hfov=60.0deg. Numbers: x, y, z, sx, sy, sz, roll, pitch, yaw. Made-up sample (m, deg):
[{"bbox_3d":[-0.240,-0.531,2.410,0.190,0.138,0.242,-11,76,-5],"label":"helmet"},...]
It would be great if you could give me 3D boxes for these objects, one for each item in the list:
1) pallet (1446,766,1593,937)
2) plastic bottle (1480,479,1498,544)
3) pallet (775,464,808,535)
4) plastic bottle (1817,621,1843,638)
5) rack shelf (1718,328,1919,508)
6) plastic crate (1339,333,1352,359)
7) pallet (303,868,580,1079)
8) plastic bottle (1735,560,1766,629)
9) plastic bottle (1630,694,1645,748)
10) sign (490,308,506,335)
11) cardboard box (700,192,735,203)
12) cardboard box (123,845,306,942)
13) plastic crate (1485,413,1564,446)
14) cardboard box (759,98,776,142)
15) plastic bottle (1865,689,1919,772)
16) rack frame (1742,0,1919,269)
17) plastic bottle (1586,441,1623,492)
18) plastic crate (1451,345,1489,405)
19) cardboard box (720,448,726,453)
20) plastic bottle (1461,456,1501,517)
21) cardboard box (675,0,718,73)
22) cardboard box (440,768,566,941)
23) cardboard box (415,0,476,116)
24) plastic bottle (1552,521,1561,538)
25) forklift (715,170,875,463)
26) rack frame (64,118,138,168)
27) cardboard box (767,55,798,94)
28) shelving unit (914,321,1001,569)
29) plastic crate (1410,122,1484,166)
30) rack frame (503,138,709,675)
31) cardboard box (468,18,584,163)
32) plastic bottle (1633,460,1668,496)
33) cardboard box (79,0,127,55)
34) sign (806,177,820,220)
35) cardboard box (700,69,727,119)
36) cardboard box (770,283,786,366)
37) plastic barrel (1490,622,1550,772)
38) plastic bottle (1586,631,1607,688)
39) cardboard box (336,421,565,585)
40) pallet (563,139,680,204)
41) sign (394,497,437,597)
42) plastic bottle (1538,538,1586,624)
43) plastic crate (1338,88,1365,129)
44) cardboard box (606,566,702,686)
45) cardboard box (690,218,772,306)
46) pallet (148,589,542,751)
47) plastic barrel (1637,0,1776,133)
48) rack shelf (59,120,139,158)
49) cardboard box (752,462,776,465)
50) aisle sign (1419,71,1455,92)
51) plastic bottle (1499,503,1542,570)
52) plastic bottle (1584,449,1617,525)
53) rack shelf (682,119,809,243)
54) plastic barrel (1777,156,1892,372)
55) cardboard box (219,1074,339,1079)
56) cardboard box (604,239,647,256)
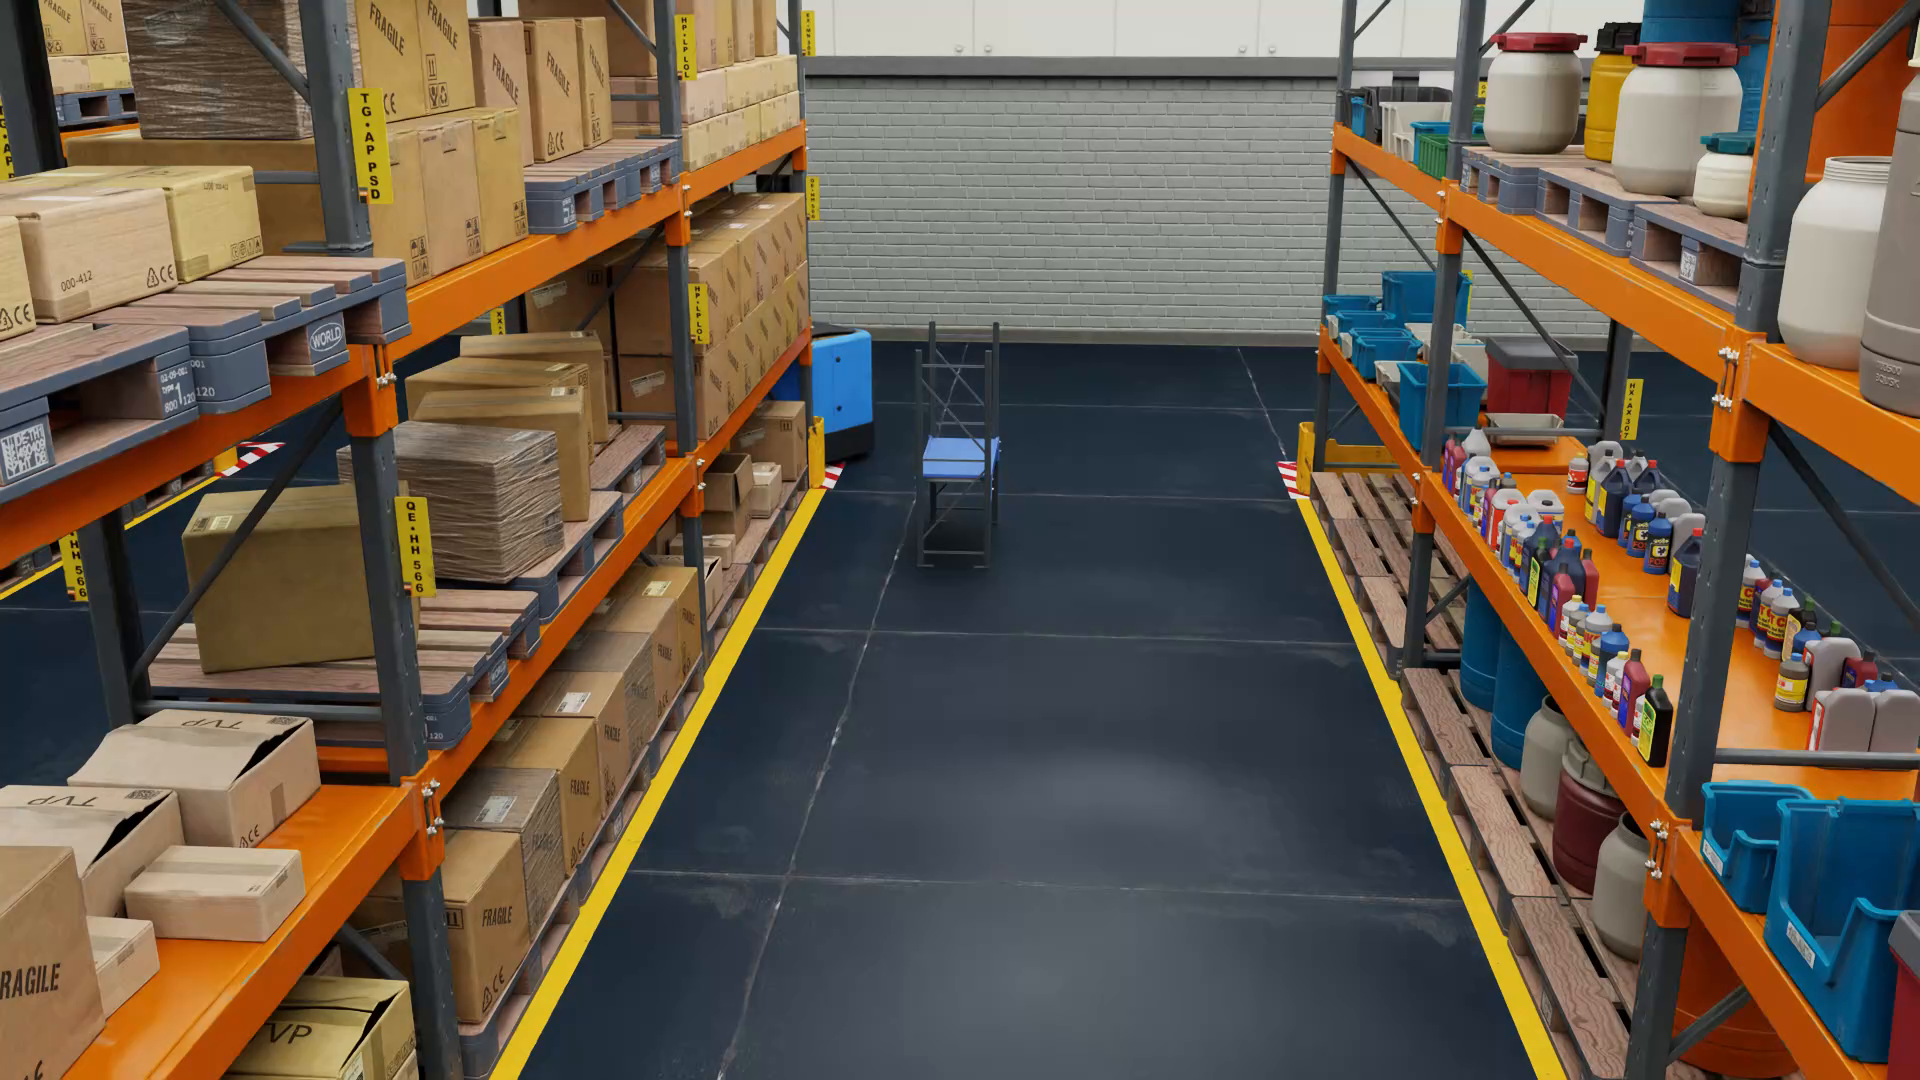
[{"bbox_3d":[2.797,1.375,7.387,1.003,0.211,1.213,1,18,4],"label":"pallet"},{"bbox_3d":[2.463,-0.133,7.699,0.061,0.283,0.133,1,18,4],"label":"plastic bottle"},{"bbox_3d":[-1.736,-0.326,12.580,1.003,0.211,1.213,1,18,4],"label":"pallet"},{"bbox_3d":[3.134,0.418,6.018,0.061,0.283,0.133,1,18,4],"label":"plastic bottle"},{"bbox_3d":[2.549,0.211,2.799,1.077,0.370,4.000,1,18,4],"label":"rack shelf"},{"bbox_3d":[2.765,-1.336,11.511,0.250,0.136,0.298,1,18,4],"label":"plastic crate"},{"bbox_3d":[-2.157,1.656,6.530,1.003,0.211,1.213,1,18,4],"label":"pallet"},{"bbox_3d":[3.164,0.214,6.660,0.097,0.271,0.097,0,18,0],"label":"plastic bottle"},{"bbox_3d":[2.322,0.598,5.601,0.097,0.201,0.097,0,18,0],"label":"plastic bottle"},{"bbox_3d":[-2.503,-1.101,9.077,0.100,0.325,0.005,1,18,4],"label":"sign"},{"bbox_3d":[-1.969,-2.313,12.399,0.500,0.500,0.500,2,18,6],"label":"cardboard box"},{"bbox_3d":[-2.037,0.967,4.558,0.380,0.149,0.250,1,18,4],"label":"cardboard box"},{"bbox_3d":[3.155,-0.613,9.304,0.396,0.136,0.243,1,18,4],"label":"plastic crate"},{"bbox_3d":[-1.518,-2.801,11.077,0.500,0.250,0.500,1,18,4],"label":"cardboard box"},{"bbox_3d":[3.046,0.606,5.457,0.152,0.276,0.135,1,18,4],"label":"plastic bottle"},{"bbox_3d":[2.692,-2.177,4.115,1.000,3.000,0.127,1,18,4],"label":"rack frame"},{"bbox_3d":[3.273,-0.380,8.465,0.152,0.276,0.135,1,18,4],"label":"plastic bottle"},{"bbox_3d":[3.272,-1.011,10.285,0.437,0.282,0.530,1,18,4],"label":"plastic crate"},{"bbox_3d":[-2.032,-0.507,12.363,0.500,0.250,0.500,1,18,4],"label":"cardboard box"},{"bbox_3d":[2.540,-0.261,8.101,0.152,0.276,0.135,1,18,4],"label":"plastic bottle"},{"bbox_3d":[-1.787,-2.932,9.471,0.700,0.500,0.500,1,18,4],"label":"cardboard box"},{"bbox_3d":[-1.899,1.243,6.620,0.500,0.500,0.500,1,18,2],"label":"cardboard box"},{"bbox_3d":[-2.137,-1.838,6.132,0.500,0.500,0.500,1,18,4],"label":"cardboard box"},{"bbox_3d":[2.609,0.018,7.371,0.097,0.201,0.097,0,18,0],"label":"plastic bottle"},{"bbox_3d":[-2.161,-2.295,14.219,3.031,2.935,1.130,15,24,39],"label":"forklift"},{"bbox_3d":[-6.616,-2.032,13.307,1.000,3.000,0.127,1,18,4],"label":"rack frame"},{"bbox_3d":[-1.457,-3.349,11.947,0.500,0.250,0.500,1,18,4],"label":"cardboard box"},{"bbox_3d":[-0.006,-0.686,11.609,0.538,1.500,1.048,1,18,4],"label":"shelving unit"},{"bbox_3d":[2.726,-2.204,9.284,0.416,0.233,0.300,1,18,4],"label":"plastic crate"},{"bbox_3d":[-1.961,-0.680,9.182,1.000,3.000,0.127,1,18,4],"label":"rack frame"},{"bbox_3d":[-2.096,-2.037,7.511,0.600,0.600,0.600,1,18,3],"label":"cardboard box"},{"bbox_3d":[3.226,-0.195,7.780,0.144,0.351,0.185,1,18,4],"label":"plastic bottle"},{"bbox_3d":[-6.396,-3.756,11.953,0.500,0.500,0.500,1,18,4],"label":"cardboard box"},{"bbox_3d":[-1.123,-2.604,12.687,0.100,0.325,0.005,1,18,4],"label":"sign"},{"bbox_3d":[-1.645,-2.573,9.578,0.500,0.250,0.500,1,18,4],"label":"cardboard box"},{"bbox_3d":[-1.510,-1.509,11.550,0.500,0.500,0.500,1,18,4],"label":"cardboard box"},{"bbox_3d":[2.872,0.618,7.916,0.600,0.901,0.708,1,18,4],"label":"plastic barrel"},{"bbox_3d":[2.360,0.435,6.096,0.097,0.201,0.097,0,18,0],"label":"plastic bottle"},{"bbox_3d":[-2.059,-0.163,6.768,0.700,0.500,0.500,5,19,14],"label":"cardboard box"},{"bbox_3d":[-2.078,-1.815,8.131,1.213,0.211,1.003,1,18,4],"label":"pallet"},{"bbox_3d":[-1.694,0.023,5.175,0.100,0.325,0.005,1,18,4],"label":"sign"},{"bbox_3d":[2.431,0.159,6.701,0.144,0.351,0.185,1,18,4],"label":"plastic bottle"},{"bbox_3d":[2.960,-3.061,11.839,0.497,0.269,0.590,1,18,4],"label":"plastic crate"},{"bbox_3d":[-1.711,0.458,9.015,0.500,0.500,0.500,1,18,4],"label":"cardboard box"},{"bbox_3d":[-1.537,-1.823,10.904,0.500,0.500,0.500,2,18,6],"label":"cardboard box"},{"bbox_3d":[-2.270,0.441,6.068,1.213,0.211,1.003,1,18,4],"label":"pallet"},{"bbox_3d":[3.009,-1.898,6.602,0.600,0.901,0.708,1,18,4],"label":"plastic barrel"},{"bbox_3d":[-6.759,-2.494,11.056,1.077,0.370,4.000,1,18,4],"label":"rack shelf"},{"bbox_3d":[-1.587,-0.487,12.436,0.380,0.166,0.250,1,18,4],"label":"cardboard box"},{"bbox_3d":[3.563,-3.062,12.276,0.394,0.787,0.004,1,18,4],"label":"aisle sign"},{"bbox_3d":[2.483,-0.015,7.350,0.152,0.276,0.135,1,18,4],"label":"plastic bottle"},{"bbox_3d":[3.096,-0.256,7.965,0.144,0.351,0.185,1,18,4],"label":"plastic bottle"},{"bbox_3d":[-1.818,-2.385,10.722,1.077,0.370,4.000,1,18,4],"label":"rack shelf"},{"bbox_3d":[2.364,-0.715,4.291,0.421,0.512,0.421,0,18,0],"label":"plastic barrel"},{"bbox_3d":[-2.071,1.732,4.660,0.500,0.311,0.500,1,18,3],"label":"cardboard box"},{"bbox_3d":[-2.149,-1.525,9.993,0.500,0.500,0.500,1,18,3],"label":"cardboard box"}]
